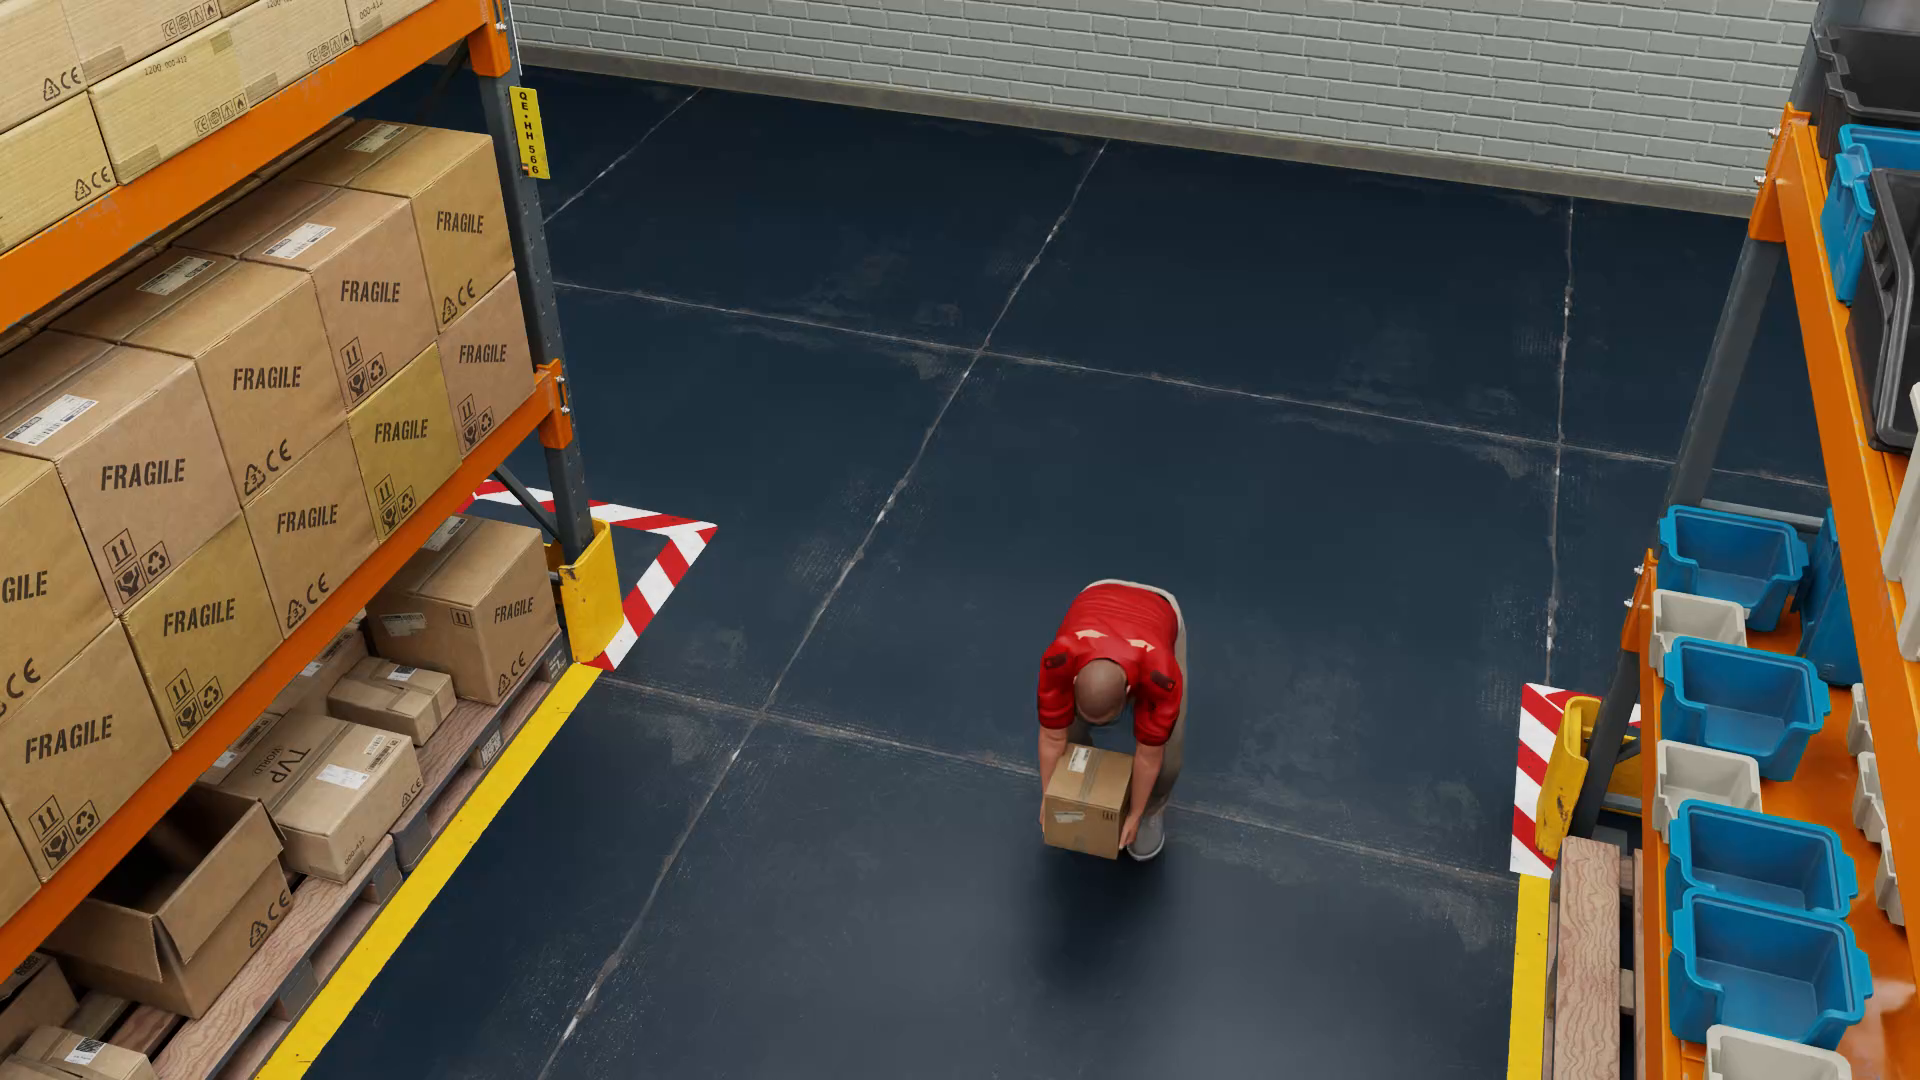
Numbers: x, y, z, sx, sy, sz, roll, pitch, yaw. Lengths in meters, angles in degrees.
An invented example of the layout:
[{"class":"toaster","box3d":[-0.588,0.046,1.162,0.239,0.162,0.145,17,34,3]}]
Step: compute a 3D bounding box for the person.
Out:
[{"class":"person","box3d":[0.506,0.670,5.678,0.503,1.241,0.916,9,38,12]}]
